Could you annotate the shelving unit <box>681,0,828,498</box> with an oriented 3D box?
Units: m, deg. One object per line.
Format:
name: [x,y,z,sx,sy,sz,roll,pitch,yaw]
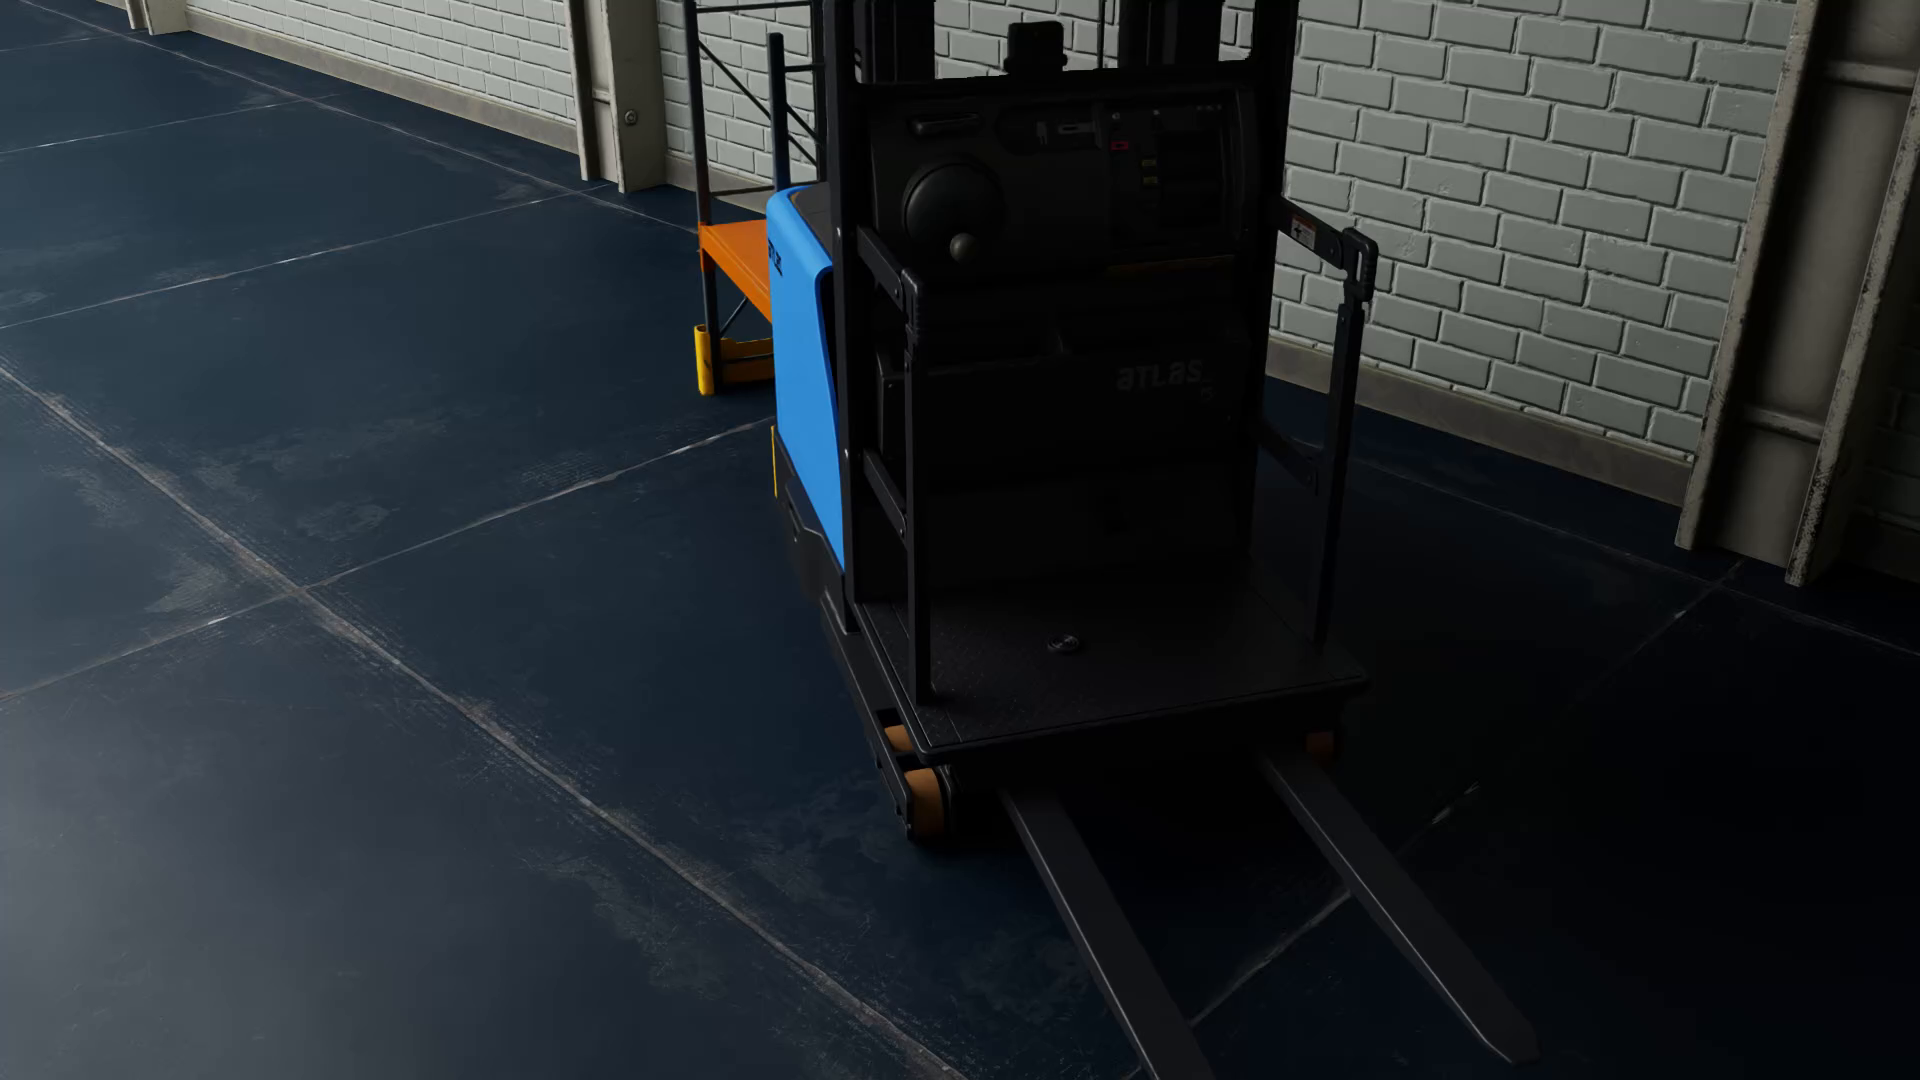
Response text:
shelving unit: [-0.524,-1.065,5.664,0.587,1.500,1.083,-11,30,-20]

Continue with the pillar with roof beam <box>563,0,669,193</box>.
pillar with roof beam: [-4.806,-4.484,4.108,0.400,9.000,9.100,25,36,38]

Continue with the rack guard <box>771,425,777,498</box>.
rack guard: [-0.333,-0.298,5.547,0.587,0.250,0.087,-11,30,-20]

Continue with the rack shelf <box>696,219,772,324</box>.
rack shelf: [-0.521,-0.902,5.740,0.538,0.185,1.000,-11,30,-20]

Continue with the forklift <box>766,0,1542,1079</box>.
forklift: [0.310,-0.799,3.621,1.130,2.935,3.031,-8,29,-14]

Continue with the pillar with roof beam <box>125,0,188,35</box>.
pillar with roof beam: [-9.085,-6.441,7.831,0.400,9.000,9.100,25,36,38]

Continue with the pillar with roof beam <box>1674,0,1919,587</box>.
pillar with roof beam: [-0.528,-2.526,0.385,0.400,9.000,9.100,25,36,38]

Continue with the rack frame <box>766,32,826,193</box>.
rack frame: [-0.326,-0.842,5.241,0.500,1.500,0.032,-11,30,-20]

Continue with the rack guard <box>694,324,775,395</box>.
rack guard: [-0.715,-0.726,6.362,0.587,0.250,0.087,-11,30,-20]

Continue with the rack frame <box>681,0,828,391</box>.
rack frame: [-0.715,-1.279,6.072,0.500,1.500,0.032,-11,30,-20]
